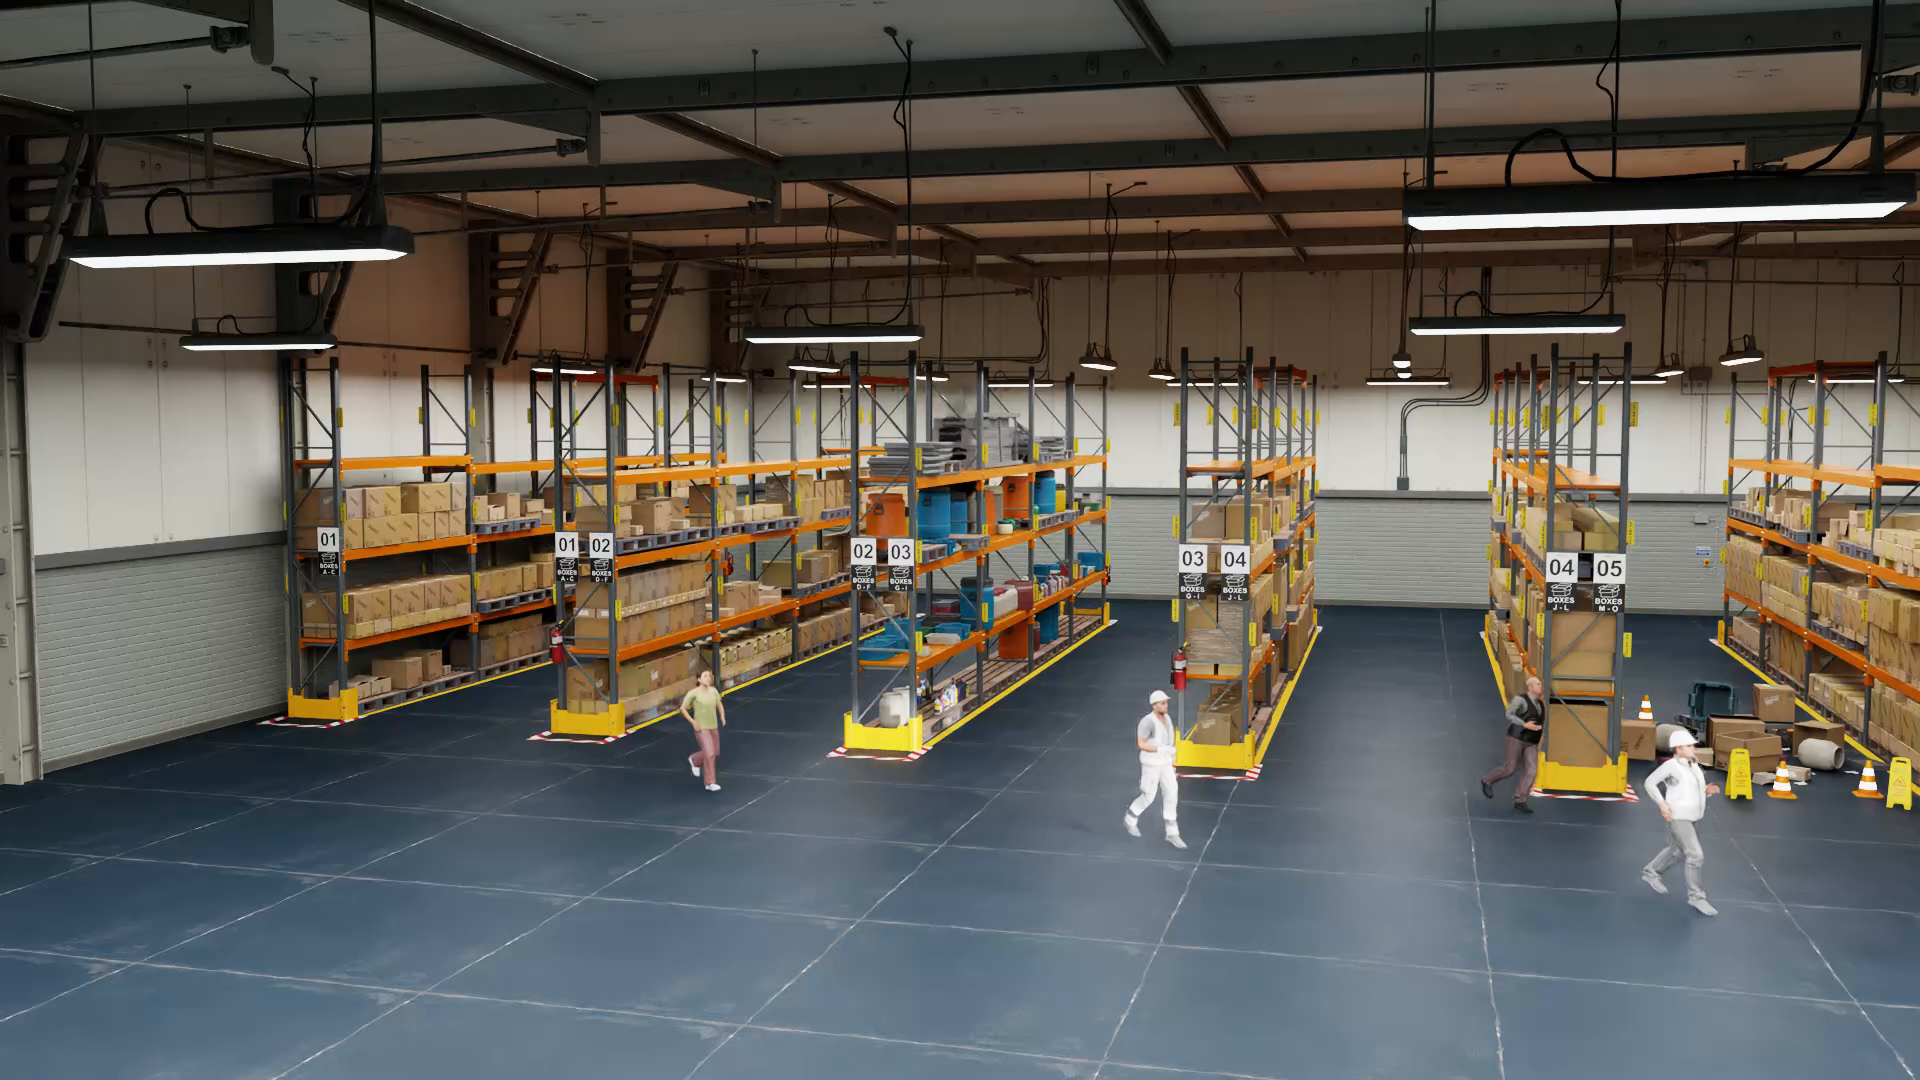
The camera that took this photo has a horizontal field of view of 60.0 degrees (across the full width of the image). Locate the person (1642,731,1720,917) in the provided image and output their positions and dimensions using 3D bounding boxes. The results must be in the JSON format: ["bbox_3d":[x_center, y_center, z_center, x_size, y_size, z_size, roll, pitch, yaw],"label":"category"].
[{"bbox_3d":[7.388,2.852,17.027,0.641,1.808,0.875,-4,6,-41],"label":"person"}]

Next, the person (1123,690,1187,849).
[{"bbox_3d":[2.300,2.669,19.540,0.684,1.829,0.854,-4,6,-43],"label":"person"}]

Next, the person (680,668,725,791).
[{"bbox_3d":[-3.476,2.533,22.454,0.616,1.631,0.769,-4,6,-43],"label":"person"}]

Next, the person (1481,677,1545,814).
[{"bbox_3d":[7.261,2.601,21.439,0.693,1.683,0.900,-2,5,-23],"label":"person"}]
